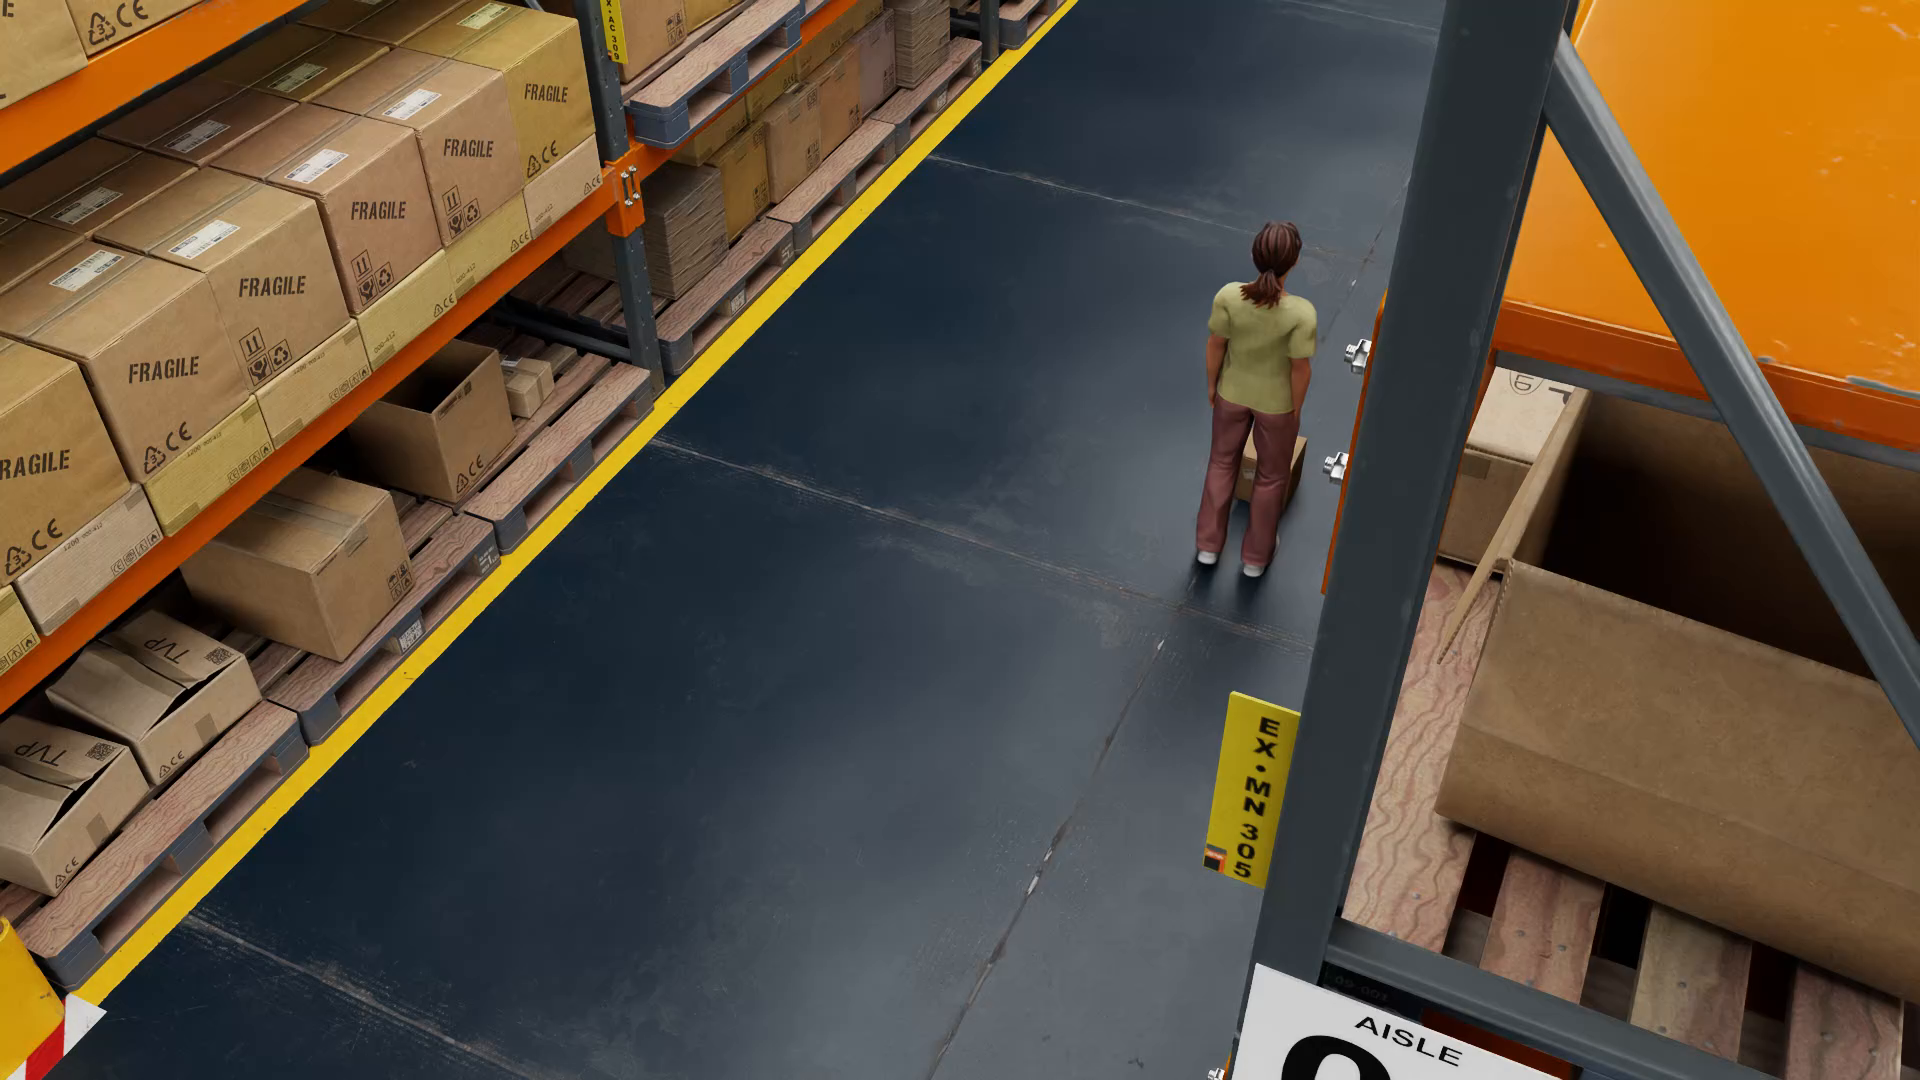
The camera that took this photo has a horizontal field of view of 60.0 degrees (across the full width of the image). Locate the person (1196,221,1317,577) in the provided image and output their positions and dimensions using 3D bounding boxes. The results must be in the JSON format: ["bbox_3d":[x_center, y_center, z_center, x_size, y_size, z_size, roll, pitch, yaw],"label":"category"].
[{"bbox_3d":[1.200,-0.561,6.792,0.441,1.678,0.361,18,45,19],"label":"person"}]
